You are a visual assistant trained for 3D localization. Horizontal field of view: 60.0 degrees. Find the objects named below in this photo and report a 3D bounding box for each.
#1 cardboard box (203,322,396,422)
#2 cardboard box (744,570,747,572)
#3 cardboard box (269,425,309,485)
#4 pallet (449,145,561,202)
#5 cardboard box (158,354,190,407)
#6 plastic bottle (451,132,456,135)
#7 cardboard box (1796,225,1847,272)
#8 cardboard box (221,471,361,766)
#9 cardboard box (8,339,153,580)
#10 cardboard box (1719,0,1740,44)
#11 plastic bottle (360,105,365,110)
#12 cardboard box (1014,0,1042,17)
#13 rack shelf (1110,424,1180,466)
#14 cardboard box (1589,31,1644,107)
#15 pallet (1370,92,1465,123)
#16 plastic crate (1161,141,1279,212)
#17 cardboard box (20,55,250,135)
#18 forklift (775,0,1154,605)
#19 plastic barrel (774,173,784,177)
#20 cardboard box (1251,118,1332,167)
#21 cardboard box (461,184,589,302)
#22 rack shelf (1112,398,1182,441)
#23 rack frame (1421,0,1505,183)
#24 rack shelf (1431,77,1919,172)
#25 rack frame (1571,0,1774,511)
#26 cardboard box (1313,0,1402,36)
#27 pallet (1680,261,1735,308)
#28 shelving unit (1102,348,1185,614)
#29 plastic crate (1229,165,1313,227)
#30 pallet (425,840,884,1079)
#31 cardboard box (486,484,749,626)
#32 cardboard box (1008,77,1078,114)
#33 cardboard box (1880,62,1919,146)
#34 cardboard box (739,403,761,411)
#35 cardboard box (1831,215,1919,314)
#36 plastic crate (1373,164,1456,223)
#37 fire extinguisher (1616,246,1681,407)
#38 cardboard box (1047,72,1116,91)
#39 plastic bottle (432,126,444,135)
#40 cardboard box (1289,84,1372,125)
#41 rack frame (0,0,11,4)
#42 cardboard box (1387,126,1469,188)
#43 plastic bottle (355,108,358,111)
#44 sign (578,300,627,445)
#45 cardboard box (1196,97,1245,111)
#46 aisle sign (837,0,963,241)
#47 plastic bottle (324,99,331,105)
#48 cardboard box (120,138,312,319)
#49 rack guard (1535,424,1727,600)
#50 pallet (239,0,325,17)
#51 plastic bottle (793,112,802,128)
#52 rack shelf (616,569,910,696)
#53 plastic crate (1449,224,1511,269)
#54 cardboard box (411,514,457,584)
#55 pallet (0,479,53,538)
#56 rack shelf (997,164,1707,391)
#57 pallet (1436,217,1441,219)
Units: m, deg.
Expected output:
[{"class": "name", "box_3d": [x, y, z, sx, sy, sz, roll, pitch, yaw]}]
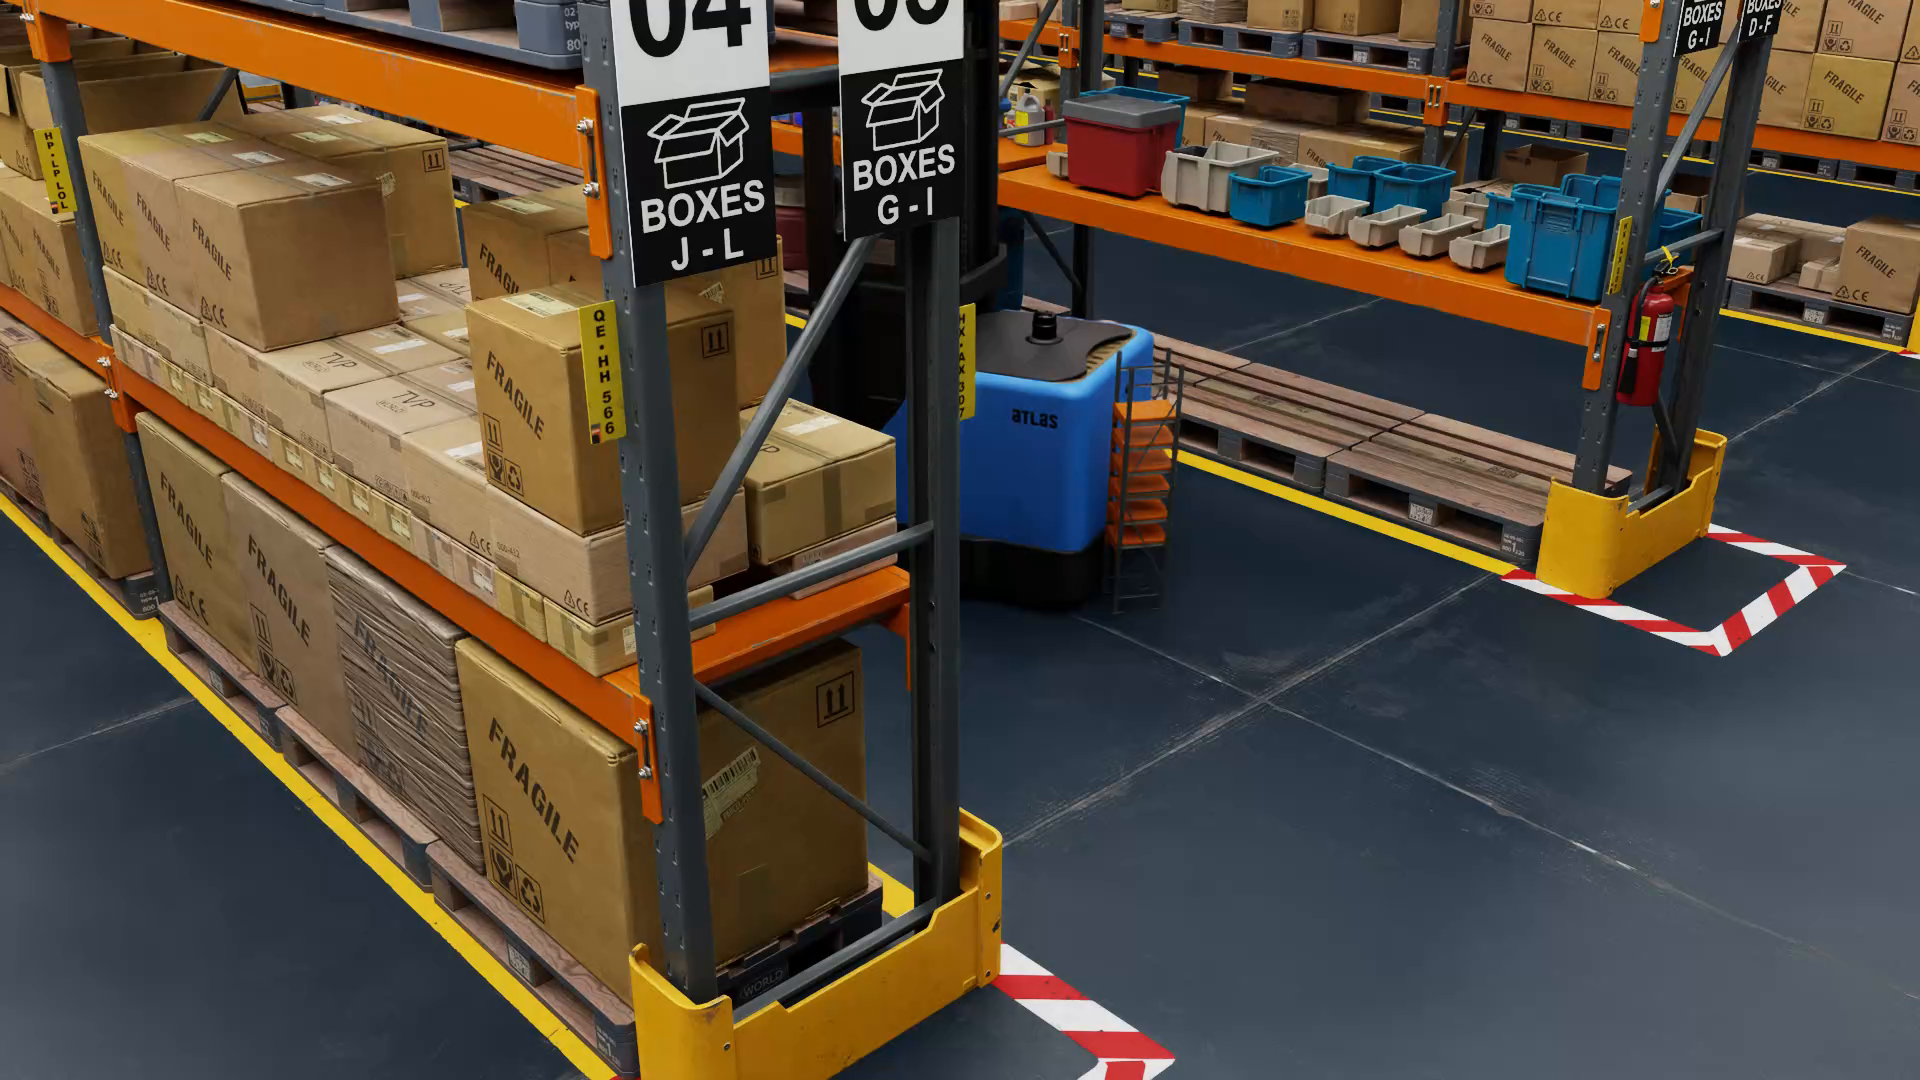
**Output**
[{"class": "cardboard box", "box_3d": [-2.315, -0.650, 5.884, 0.500, 0.250, 0.500, -20, 31, -37]}, {"class": "cardboard box", "box_3d": [-0.583, -0.060, 5.070, 0.380, 0.149, 0.250, -22, 32, -39]}, {"class": "cardboard box", "box_3d": [-2.113, -0.337, 5.678, 0.380, 0.149, 0.250, -22, 33, -40]}, {"class": "pallet", "box_3d": [-4.427, -3.441, 15.538, 1.003, 0.211, 1.213, -21, 32, -38]}, {"class": "cardboard box", "box_3d": [-2.820, -0.650, 6.363, 0.380, 0.149, 0.250, -20, 31, -37]}, {"class": "plastic bottle", "box_3d": [-5.028, -4.146, 16.565, 0.097, 0.201, 0.097, 0, 25, 0]}, {"class": "cardboard box", "box_3d": [6.322, -2.051, 11.914, 0.500, 0.250, 0.500, -21, 32, -38]}, {"class": "cardboard box", "box_3d": [-2.131, 0.164, 6.331, 0.875, 0.875, 0.875, -21, 32, -38]}, {"class": "cardboard box", "box_3d": [-3.591, -0.520, 7.830, 1.225, 0.875, 0.875, -21, 32, -38]}, {"class": "cardboard box", "box_3d": [5.269, -3.726, 11.478, 0.500, 0.500, 0.500, -20, 31, -37]}, {"class": "plastic bottle", "box_3d": [-5.937, -4.207, 16.600, 0.061, 0.283, 0.133, -21, 32, -38]}, {"class": "cardboard box", "box_3d": [0.891, -5.414, 16.610, 0.500, 0.311, 0.500, -22, 32, -39]}, {"class": "rack shelf", "box_3d": [0.802, -0.417, 7.235, 0.258, 0.103, 0.180, -5, 29, -10]}, {"class": "cardboard box", "box_3d": [4.937, -3.424, 12.021, 0.500, 0.500, 0.500, -21, 32, -39]}, {"class": "pallet", "box_3d": [5.458, -5.006, 18.969, 1.003, 0.211, 1.213, -21, 32, -38]}, {"class": "plastic crate", "box_3d": [1.386, -1.971, 9.027, 0.437, 0.282, 0.530, -21, 32, -38]}, {"class": "cardboard box", "box_3d": [-3.582, -1.800, 7.254, 0.797, 0.503, 0.637, -22, 33, -40]}, {"class": "forklift", "box_3d": [-0.632, -1.436, 7.866, 3.031, 2.935, 1.130, 11, 27, 22]}, {"class": "plastic barrel", "box_3d": [-1.460, -2.494, 12.595, 0.421, 0.512, 0.421, 0, 25, 0]}, {"class": "cardboard box", "box_3d": [2.874, -3.352, 14.465, 0.500, 0.500, 0.500, -21, 32, -38]}, {"class": "cardboard box", "box_3d": [-1.236, -0.833, 5.380, 0.500, 0.500, 0.500, -22, 33, -40]}, {"class": "rack shelf", "box_3d": [0.804, -0.522, 7.178, 0.258, 0.103, 0.180, -5, 29, -10]}, {"class": "rack frame", "box_3d": [4.095, -3.917, 13.221, 1.000, 3.000, 0.127, -21, 32, -38]}, {"class": "rack shelf", "box_3d": [5.462, -2.983, 12.042, 1.077, 0.370, 4.000, -21, 32, -38]}, {"class": "rack frame", "box_3d": [3.210, -1.301, 7.487, 1.000, 3.000, 0.127, -21, 32, -38]}, {"class": "cardboard box", "box_3d": [3.418, -4.550, 13.984, 0.700, 0.500, 0.500, -16, 29, -31]}, {"class": "pallet", "box_3d": [5.401, -2.070, 12.533, 1.003, 0.211, 1.213, -21, 32, -38]}, {"class": "shelving unit", "box_3d": [0.799, -0.246, 7.329, 0.258, 1.200, 0.189, -5, 29, -10]}, {"class": "plastic crate", "box_3d": [1.619, -1.801, 8.714, 0.416, 0.233, 0.300, -21, 32, -38]}, {"class": "pallet", "box_3d": [-1.009, 1.153, 5.468, 1.003, 0.211, 1.213, -21, 32, -38]}, {"class": "cardboard box", "box_3d": [-0.930, -0.034, 4.533, 0.500, 0.250, 0.500, -22, 32, -39]}, {"class": "cardboard box", "box_3d": [0.823, -4.412, 16.439, 0.500, 0.311, 0.500, -20, 31, -37]}, {"class": "cardboard box", "box_3d": [6.324, -2.809, 10.672, 0.500, 0.500, 0.500, -20, 31, -37]}, {"class": "cardboard box", "box_3d": [-0.896, -0.340, 5.204, 0.500, 0.250, 0.500, -22, 32, -39]}, {"class": "cardboard box", "box_3d": [6.277, -1.862, 11.200, 0.500, 0.500, 0.500, -21, 32, -38]}, {"class": "plastic crate", "box_3d": [2.382, -1.819, 8.752, 0.416, 0.233, 0.300, -21, 32, -38]}, {"class": "fire extinguisher", "box_3d": [2.982, -0.921, 7.198, 0.296, 0.674, 0.183, -21, 32, -38]}, {"class": "cardboard box", "box_3d": [1.217, -4.566, 16.775, 0.500, 0.311, 0.500, -20, 31, -37]}, {"class": "plastic bottle", "box_3d": [-5.208, -4.181, 16.544, 0.061, 0.283, 0.133, -21, 32, -38]}, {"class": "cardboard box", "box_3d": [3.258, -3.839, 14.630, 0.500, 0.250, 0.500, -21, 32, -38]}, {"class": "rack frame", "box_3d": [-5.873, -2.319, 9.720, 1.000, 3.000, 0.127, -21, 32, -38]}, {"class": "cardboard box", "box_3d": [3.942, -3.195, 14.121, 0.500, 0.500, 0.500, 22, 33, 39]}, {"class": "plastic bottle", "box_3d": [-5.915, -4.110, 16.387, 0.061, 0.283, 0.133, -19, 30, -35]}, {"class": "sign", "box_3d": [-0.811, -0.380, 3.789, 0.100, 0.325, 0.005, -21, 32, -38]}, {"class": "cardboard box", "box_3d": [2.525, -3.818, 15.486, 0.500, 0.500, 0.500, 22, 33, 40]}, {"class": "aisle sign", "box_3d": [-0.137, -1.142, 4.006, 0.394, 0.787, 0.004, -21, 32, -38]}, {"class": "plastic bottle", "box_3d": [-6.411, -4.335, 16.896, 0.097, 0.271, 0.097, 0, 25, 0]}, {"class": "cardboard box", "box_3d": [-2.667, -1.147, 6.068, 0.500, 0.500, 0.500, -21, 32, -38]}, {"class": "rack guard", "box_3d": [3.236, -0.160, 7.998, 1.175, 0.500, 0.348, -21, 32, -38]}, {"class": "pallet", "box_3d": [-1.758, -1.811, 5.099, 1.003, 0.211, 1.213, -21, 32, -38]}, {"class": "plastic bottle", "box_3d": [-1.065, -2.919, 11.175, 0.061, 0.283, 0.133, -21, 32, -38]}, {"class": "rack shelf", "box_3d": [-1.772, -0.263, 5.844, 0.919, 0.124, 3.809, -21, 32, -38]}, {"class": "plastic crate", "box_3d": [2.521, -1.404, 7.958, 0.396, 0.136, 0.243, -21, 32, -38]}, {"class": "cardboard box", "box_3d": [-1.409, -0.027, 4.997, 0.380, 0.149, 0.250, -21, 32, -38]}, {"class": "pallet", "box_3d": [-4.560, -0.421, 8.918, 1.003, 0.211, 1.213, -21, 32, -38]}, {"class": "rack shelf", "box_3d": [1.843, -1.579, 8.964, 1.077, 0.370, 4.000, -21, 32, -38]}, {"class": "pallet", "box_3d": [3.511, -2.884, 14.317, 1.003, 0.211, 1.213, -21, 32, -38]}]
